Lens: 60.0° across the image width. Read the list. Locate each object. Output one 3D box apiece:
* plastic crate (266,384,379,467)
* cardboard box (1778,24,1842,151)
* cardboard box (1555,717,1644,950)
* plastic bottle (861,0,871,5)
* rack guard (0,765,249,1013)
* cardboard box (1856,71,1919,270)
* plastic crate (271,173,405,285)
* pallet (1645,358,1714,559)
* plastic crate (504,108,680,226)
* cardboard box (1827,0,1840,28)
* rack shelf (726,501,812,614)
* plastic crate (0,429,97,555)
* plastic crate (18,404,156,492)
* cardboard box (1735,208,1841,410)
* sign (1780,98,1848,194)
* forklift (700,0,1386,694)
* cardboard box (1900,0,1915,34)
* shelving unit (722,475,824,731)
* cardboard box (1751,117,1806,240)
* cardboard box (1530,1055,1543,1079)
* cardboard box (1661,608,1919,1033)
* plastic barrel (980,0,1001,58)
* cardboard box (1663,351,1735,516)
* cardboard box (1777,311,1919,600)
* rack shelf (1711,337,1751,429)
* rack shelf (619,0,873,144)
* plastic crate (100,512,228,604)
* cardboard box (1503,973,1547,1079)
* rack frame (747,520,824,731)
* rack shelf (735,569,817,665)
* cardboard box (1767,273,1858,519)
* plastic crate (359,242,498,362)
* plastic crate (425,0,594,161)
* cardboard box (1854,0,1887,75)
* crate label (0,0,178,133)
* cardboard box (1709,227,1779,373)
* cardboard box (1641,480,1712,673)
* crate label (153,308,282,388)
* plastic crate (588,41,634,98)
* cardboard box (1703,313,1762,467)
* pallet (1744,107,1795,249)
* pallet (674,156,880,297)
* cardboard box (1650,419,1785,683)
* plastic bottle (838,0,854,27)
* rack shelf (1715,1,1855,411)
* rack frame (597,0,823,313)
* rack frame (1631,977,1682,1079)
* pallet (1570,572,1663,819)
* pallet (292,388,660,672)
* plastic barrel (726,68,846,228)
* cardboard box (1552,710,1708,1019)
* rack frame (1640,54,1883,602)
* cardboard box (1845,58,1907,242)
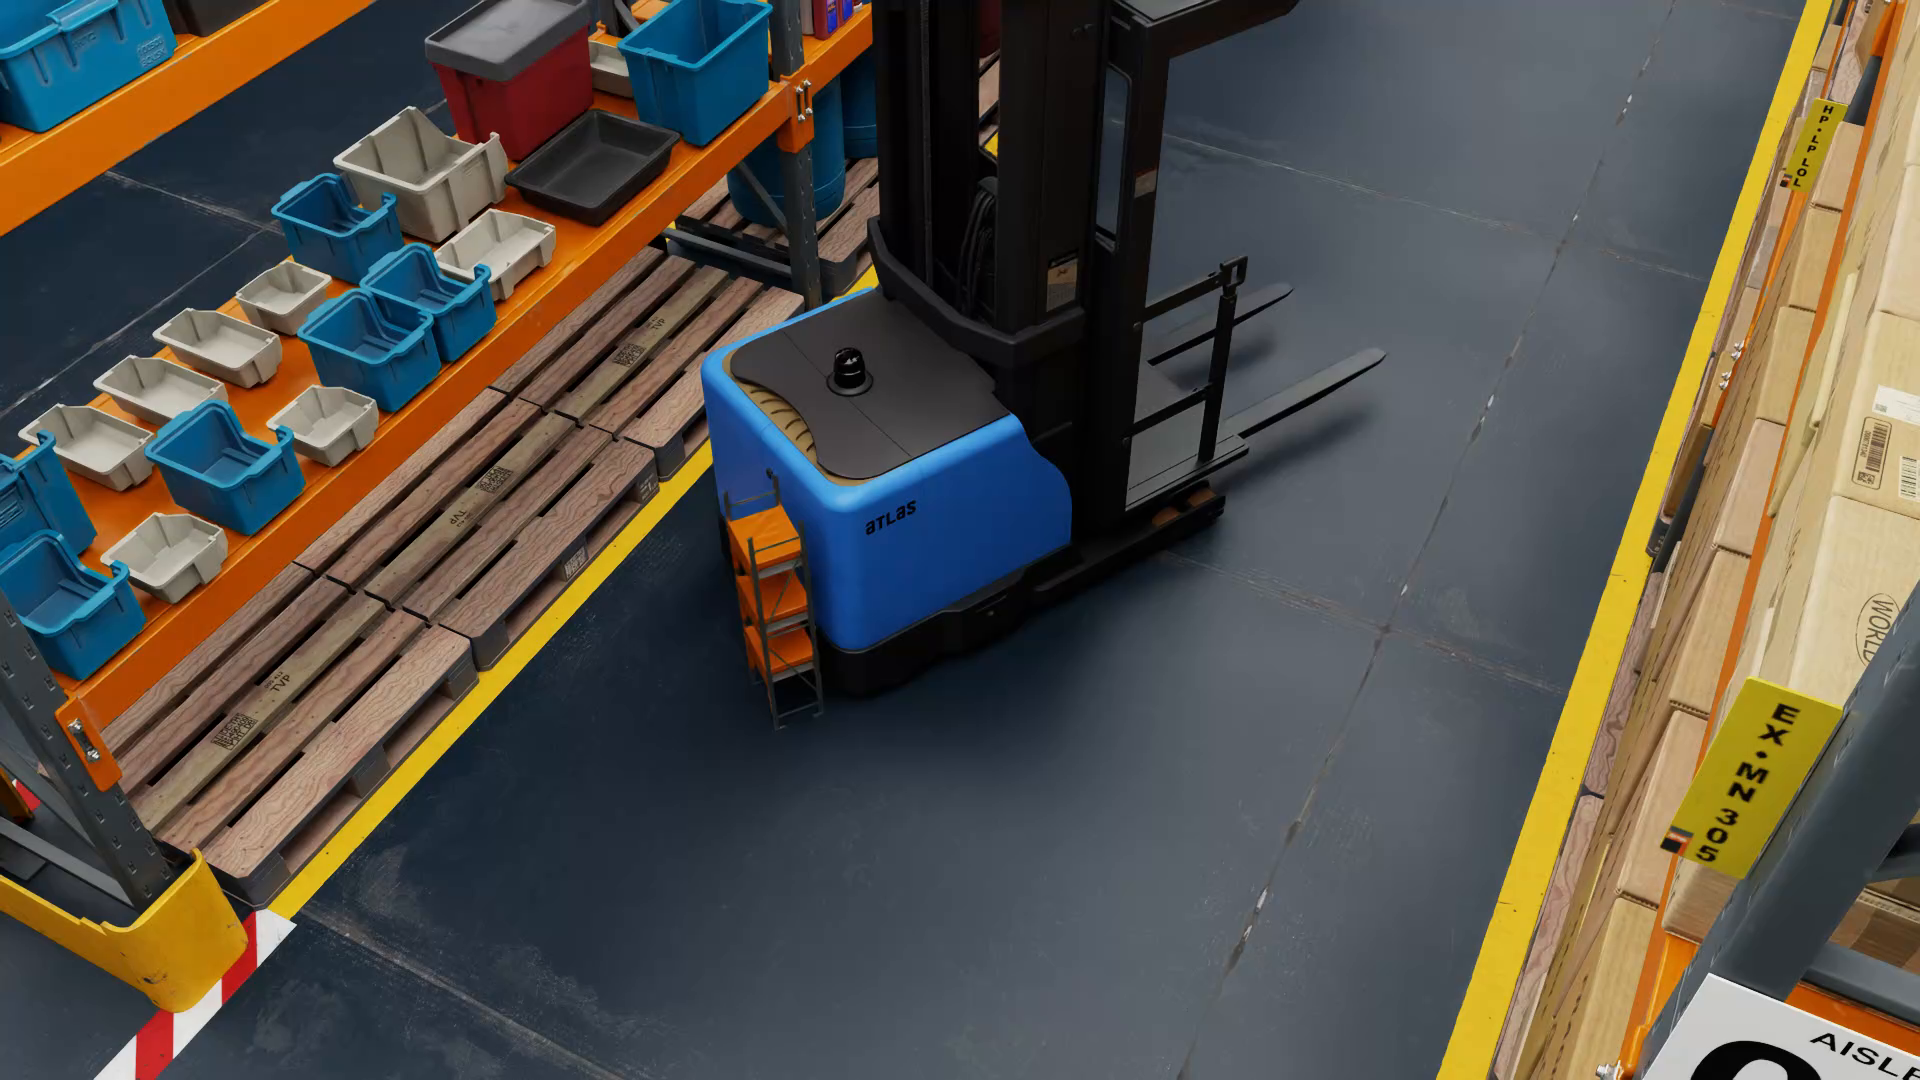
[{"bbox_3d":[-2.056,-0.374,5.434,0.250,0.136,0.298,20,49,19],"label":"plastic crate"},{"bbox_3d":[4.635,-2.283,8.625,0.500,0.500,0.500,22,49,21],"label":"cardboard box"},{"bbox_3d":[1.827,0.793,4.067,0.500,0.500,0.500,21,49,19],"label":"cardboard box"},{"bbox_3d":[-0.450,-2.586,7.567,0.097,0.271,0.097,0,45,0],"label":"plastic bottle"},{"bbox_3d":[-2.999,1.101,5.590,1.175,0.500,0.348,20,49,19],"label":"rack guard"},{"bbox_3d":[2.092,-0.690,3.248,0.500,0.250,0.500,20,49,19],"label":"cardboard box"},{"bbox_3d":[-2.273,-1.138,6.121,0.416,0.233,0.300,20,49,19],"label":"plastic crate"},{"bbox_3d":[3.587,-0.224,7.103,1.003,0.211,1.213,20,49,19],"label":"pallet"},{"bbox_3d":[-1.424,-1.447,6.503,0.437,0.125,0.590,20,49,19],"label":"plastic crate"},{"bbox_3d":[5.364,-3.118,9.640,0.500,0.250,0.500,20,49,19],"label":"cardboard box"},{"bbox_3d":[-0.670,0.060,5.845,0.215,0.259,0.240,-19,49,-17],"label":"rack shelf"},{"bbox_3d":[-3.009,-0.103,4.956,0.616,0.435,0.499,20,49,19],"label":"plastic crate"},{"bbox_3d":[-2.781,-0.299,5.360,0.396,0.136,0.243,20,49,19],"label":"plastic crate"},{"bbox_3d":[2.536,-0.537,4.678,0.500,0.500,0.500,19,48,18],"label":"cardboard box"},{"bbox_3d":[2.750,-1.267,5.359,0.100,0.325,0.005,20,49,19],"label":"sign"},{"bbox_3d":[0.511,-1.288,6.242,3.031,2.935,1.130,-27,51,-24],"label":"forklift"},{"bbox_3d":[2.798,-1.456,4.357,0.500,0.250,0.500,20,49,19],"label":"cardboard box"},{"bbox_3d":[-0.668,0.249,6.042,0.215,1.050,0.252,-19,49,-17],"label":"shelving unit"},{"bbox_3d":[4.160,-1.637,7.987,0.500,0.500,0.500,20,49,19],"label":"cardboard box"},{"bbox_3d":[1.353,1.434,3.434,0.500,0.500,0.500,22,49,20],"label":"cardboard box"},{"bbox_3d":[1.391,0.428,2.494,0.500,0.250,0.500,20,49,19],"label":"cardboard box"},{"bbox_3d":[-0.022,-3.111,9.396,0.600,0.588,0.708,20,49,19],"label":"plastic barrel"},{"bbox_3d":[3.218,-0.361,6.725,0.500,0.500,0.500,20,49,19],"label":"cardboard box"},{"bbox_3d":[1.631,-0.060,2.625,0.500,0.250,0.500,20,49,19],"label":"cardboard box"},{"bbox_3d":[2.315,0.834,4.603,1.077,0.370,4.000,20,49,19],"label":"rack shelf"},{"bbox_3d":[-0.214,-3.324,8.712,1.077,0.370,4.000,20,49,19],"label":"rack shelf"},{"bbox_3d":[-2.371,0.053,5.012,0.250,0.136,0.298,20,49,19],"label":"plastic crate"},{"bbox_3d":[1.888,1.640,4.924,0.500,0.250,0.500,20,49,19],"label":"cardboard box"},{"bbox_3d":[-0.616,0.328,5.965,0.200,1.050,0.008,-19,49,-17],"label":"rack frame"},{"bbox_3d":[-0.668,0.256,6.049,0.215,0.259,0.240,-19,49,-17],"label":"rack shelf"},{"bbox_3d":[1.853,-0.202,3.117,0.500,0.250,0.500,20,49,19],"label":"cardboard box"},{"bbox_3d":[-1.843,-0.825,5.811,0.416,0.233,0.300,20,49,19],"label":"plastic crate"},{"bbox_3d":[-1.779,-1.881,6.693,0.402,0.464,0.583,20,49,19],"label":"plastic crate"},{"bbox_3d":[4.008,-1.995,6.527,0.700,0.500,0.500,9,46,9],"label":"cardboard box"},{"bbox_3d":[-2.285,-1.274,4.175,0.408,0.251,0.502,20,49,19],"label":"crate label"},{"bbox_3d":[3.688,-0.985,7.343,0.500,0.500,0.500,21,49,20],"label":"cardboard box"},{"bbox_3d":[2.296,0.155,4.698,0.500,0.500,0.500,20,49,19],"label":"cardboard box"},{"bbox_3d":[-2.526,-0.660,5.717,0.396,0.136,0.243,20,49,19],"label":"crate label"},{"bbox_3d":[-1.485,-1.999,7.040,0.396,0.136,0.243,20,49,19],"label":"plastic crate"},{"bbox_3d":[2.765,-0.483,5.328,0.500,0.500,0.500,22,49,20],"label":"cardboard box"},{"bbox_3d":[4.720,-1.761,8.622,1.003,0.211,1.213,20,49,19],"label":"pallet"},{"bbox_3d":[-0.747,-1.809,8.669,1.003,0.211,1.213,20,49,19],"label":"pallet"},{"bbox_3d":[2.058,0.113,4.036,0.500,0.500,0.500,22,49,20],"label":"cardboard box"},{"bbox_3d":[-0.533,-2.450,7.424,0.061,0.283,0.133,20,49,19],"label":"plastic bottle"},{"bbox_3d":[4.171,-1.686,7.093,1.077,0.370,4.000,20,49,19],"label":"rack shelf"},{"bbox_3d":[-1.143,-2.317,7.211,1.000,3.000,0.127,20,49,19],"label":"rack frame"},{"bbox_3d":[1.386,1.841,3.102,1.000,3.000,0.127,20,49,19],"label":"rack frame"},{"bbox_3d":[2.923,0.734,6.157,1.003,0.211,1.213,20,49,19],"label":"pallet"},{"bbox_3d":[-2.015,-0.089,6.970,1.003,0.211,1.213,20,49,19],"label":"pallet"},{"bbox_3d":[-0.875,-2.064,8.141,0.600,0.901,0.708,20,49,19],"label":"plastic barrel"},{"bbox_3d":[1.583,0.764,3.392,0.500,0.500,0.500,22,49,20],"label":"cardboard box"},{"bbox_3d":[3.243,-0.679,5.592,1.000,3.000,0.127,20,49,19],"label":"rack frame"},{"bbox_3d":[2.329,-0.828,3.736,0.500,0.250,0.500,20,49,19],"label":"cardboard box"}]
